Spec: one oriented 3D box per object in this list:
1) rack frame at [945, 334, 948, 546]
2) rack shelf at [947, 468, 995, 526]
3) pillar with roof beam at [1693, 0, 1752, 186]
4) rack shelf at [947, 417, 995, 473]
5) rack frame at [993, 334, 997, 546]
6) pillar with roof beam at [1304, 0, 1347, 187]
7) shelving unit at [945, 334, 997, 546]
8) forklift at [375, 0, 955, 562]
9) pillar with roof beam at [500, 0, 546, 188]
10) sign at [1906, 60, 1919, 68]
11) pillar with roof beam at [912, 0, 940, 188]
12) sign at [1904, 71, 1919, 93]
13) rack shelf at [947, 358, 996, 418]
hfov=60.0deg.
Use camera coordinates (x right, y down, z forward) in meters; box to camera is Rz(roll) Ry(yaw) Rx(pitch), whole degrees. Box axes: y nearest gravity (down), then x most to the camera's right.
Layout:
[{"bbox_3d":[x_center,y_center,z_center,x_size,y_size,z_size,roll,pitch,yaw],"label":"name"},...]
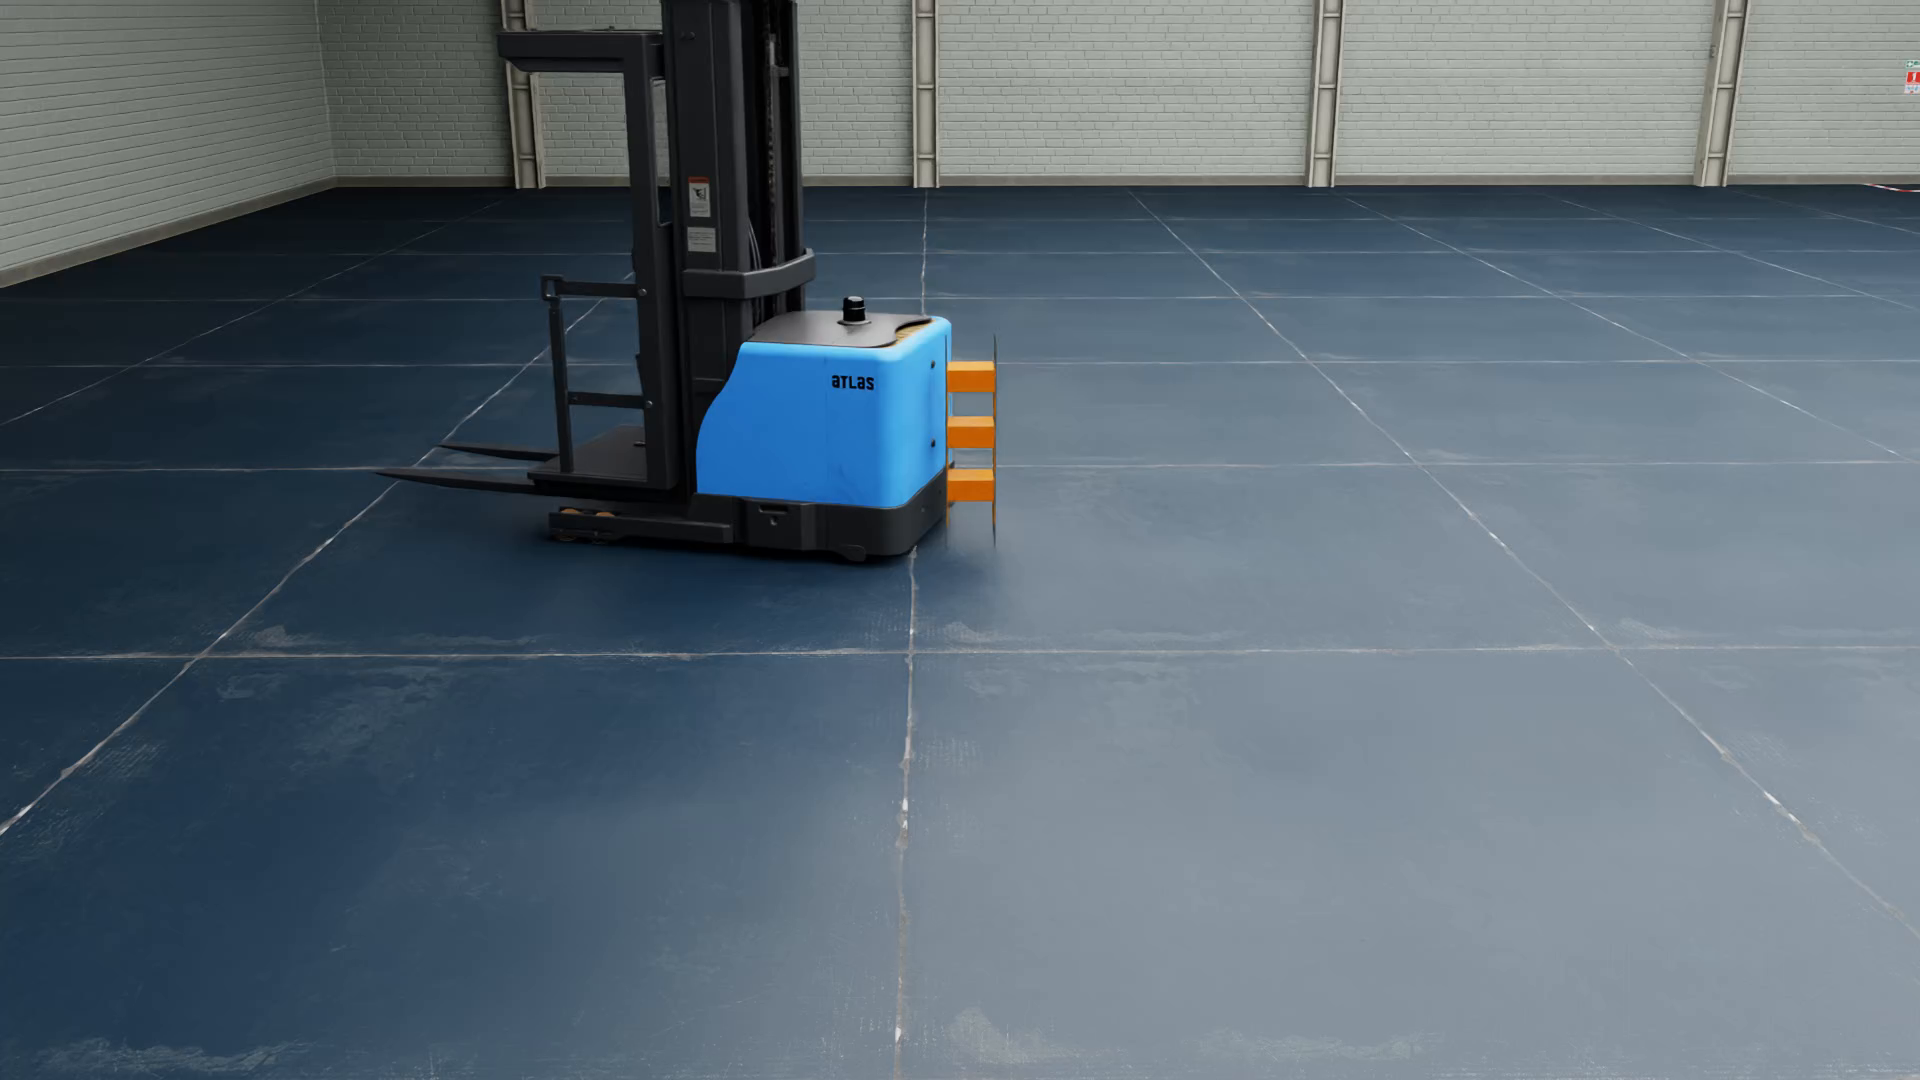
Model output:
[{"bbox_3d":[-0.068,-0.500,8.386,0.008,1.050,0.200,0,18,-1],"label":"rack frame"},{"bbox_3d":[0.054,-0.225,8.476,0.240,0.259,0.215,0,18,-1],"label":"rack shelf"},{"bbox_3d":[11.556,-8.409,20.030,0.400,9.000,9.100,0,18,-1],"label":"pillar with roof beam"},{"bbox_3d":[0.054,-0.490,8.391,0.240,0.259,0.215,0,18,-1],"label":"rack shelf"},{"bbox_3d":[0.175,-0.501,8.390,0.008,1.050,0.200,0,18,-1],"label":"rack frame"},{"bbox_3d":[5.556,-8.380,19.940,0.400,9.000,9.100,0,18,-1],"label":"pillar with roof beam"},{"bbox_3d":[0.054,-0.500,8.388,0.252,1.050,0.215,0,18,-1],"label":"shelving unit"},{"bbox_3d":[-1.604,-1.521,8.490,3.031,2.935,1.130,5,18,15],"label":"forklift"},{"bbox_3d":[-6.442,-8.322,19.759,0.400,9.000,9.100,0,18,-1],"label":"pillar with roof beam"},{"bbox_3d":[14.466,-7.192,25.129,0.331,0.109,0.001,0,18,-1],"label":"sign"},{"bbox_3d":[-0.443,-8.351,19.849,0.400,9.000,9.100,0,18,-1],"label":"pillar with roof beam"},{"bbox_3d":[14.461,-6.942,25.219,0.234,0.329,0.001,0,18,-1],"label":"sign"},{"bbox_3d":[0.054,-0.760,8.305,0.240,0.259,0.215,0,18,-1],"label":"rack shelf"}]
